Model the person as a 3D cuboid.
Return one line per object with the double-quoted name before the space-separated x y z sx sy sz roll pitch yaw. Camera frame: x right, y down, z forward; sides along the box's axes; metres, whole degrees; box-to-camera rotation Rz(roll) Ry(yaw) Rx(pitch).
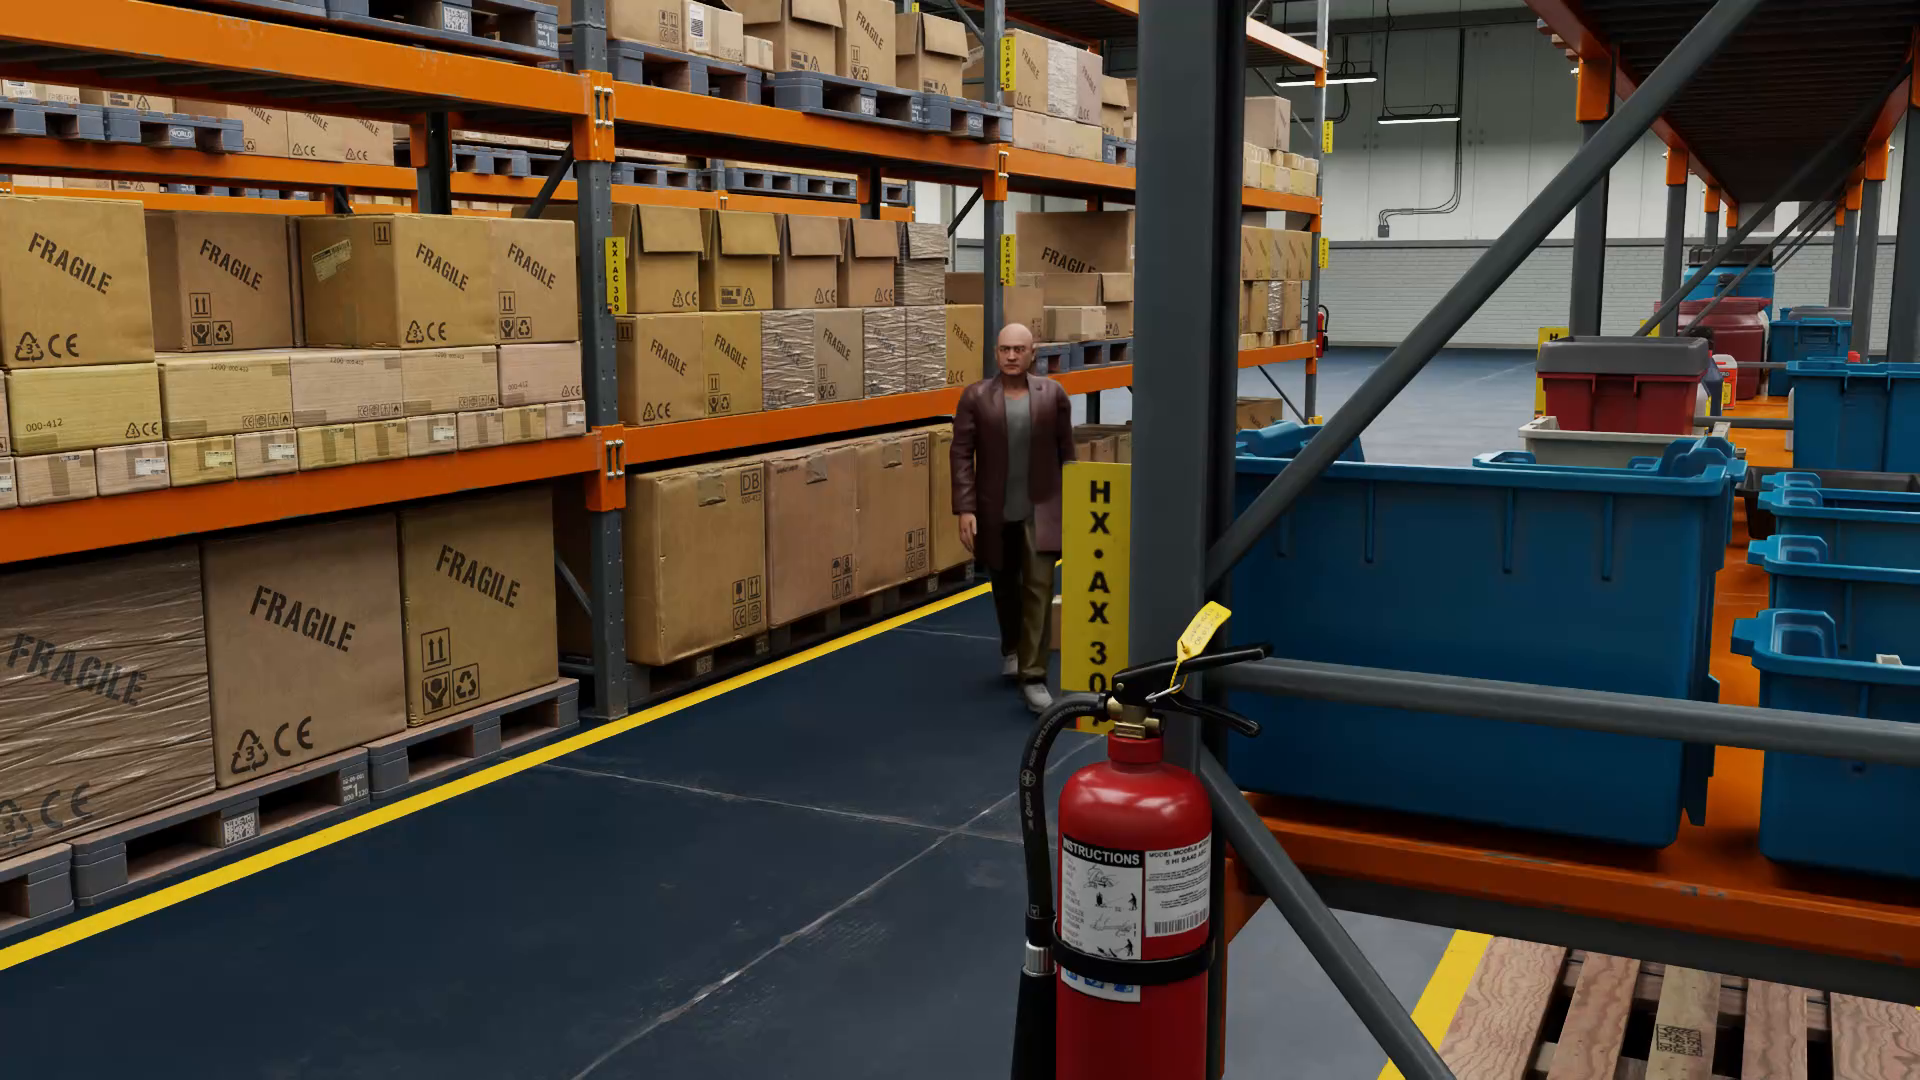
"person" 0.253 -0.142 7.744 0.611 1.720 1.050 1 9 6
